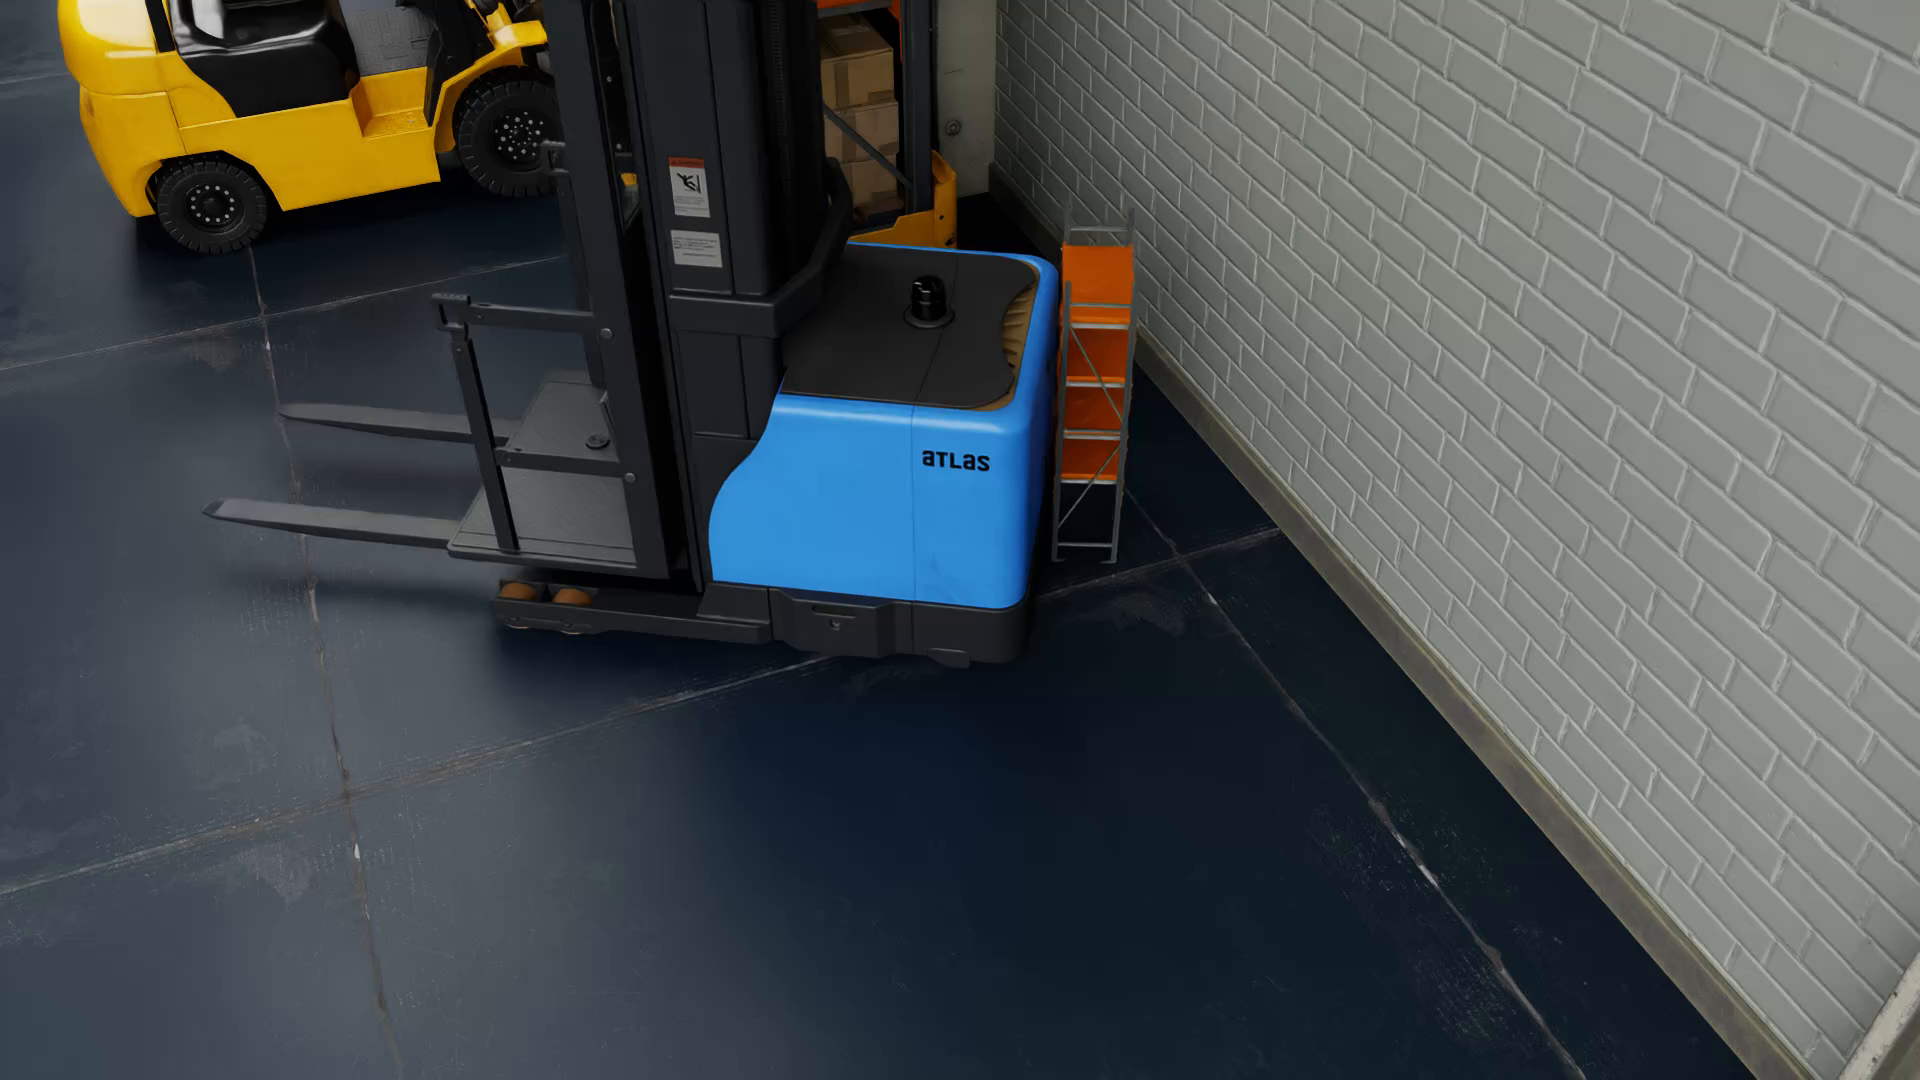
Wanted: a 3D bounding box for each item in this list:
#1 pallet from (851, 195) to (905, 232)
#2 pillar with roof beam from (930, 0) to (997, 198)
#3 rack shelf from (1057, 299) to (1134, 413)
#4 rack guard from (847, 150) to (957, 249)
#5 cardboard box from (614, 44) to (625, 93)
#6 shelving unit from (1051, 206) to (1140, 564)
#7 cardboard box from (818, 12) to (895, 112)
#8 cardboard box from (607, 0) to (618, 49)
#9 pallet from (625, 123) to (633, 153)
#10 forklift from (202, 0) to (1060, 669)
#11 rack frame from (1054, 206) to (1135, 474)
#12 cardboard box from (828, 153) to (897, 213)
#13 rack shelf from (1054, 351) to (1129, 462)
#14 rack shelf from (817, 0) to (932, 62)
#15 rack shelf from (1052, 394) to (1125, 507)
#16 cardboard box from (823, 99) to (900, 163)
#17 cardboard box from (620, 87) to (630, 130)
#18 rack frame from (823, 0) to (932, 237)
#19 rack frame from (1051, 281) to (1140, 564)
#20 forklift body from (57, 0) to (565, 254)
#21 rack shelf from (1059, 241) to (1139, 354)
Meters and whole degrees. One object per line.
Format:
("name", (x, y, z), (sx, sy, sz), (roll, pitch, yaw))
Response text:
("pallet", (-0.940, -1.708, 8.075), (1.003, 0.211, 1.213), (-15, 43, -17))
("pillar with roof beam", (-4.020, -4.160, 4.186), (9.100, 9.000, 0.400), (-15, 43, -17))
("rack shelf", (0.471, -0.653, 5.849), (0.258, 0.148, 0.480), (2, 41, 2))
("rack guard", (-0.600, -1.353, 7.440), (1.175, 0.500, 0.348), (-15, 43, -17))
("cardboard box", (-1.483, -2.447, 8.199), (0.500, 0.250, 0.500), (-16, 43, -18))
("shelving unit", (0.471, -0.534, 5.951), (0.258, 1.200, 0.503), (2, 41, 2))
("cardboard box", (-0.618, -2.148, 7.467), (0.500, 0.250, 0.500), (-16, 43, -18))
("cardboard box", (-1.476, -2.618, 8.014), (0.500, 0.250, 0.500), (-15, 43, -16))
("pallet", (-1.403, -2.442, 8.928), (1.003, 0.211, 1.213), (-15, 43, -17))
("forklift", (-1.205, -1.112, 5.296), (3.031, 2.935, 1.130), (6, 41, 6))
("rack frame", (0.482, -0.693, 6.135), (0.240, 1.200, 0.015), (2, 41, 2))
("cardboard box", (-0.616, -1.777, 7.802), (0.500, 0.250, 0.500), (-15, 43, -17))
("rack shelf", (0.470, -0.483, 5.994), (0.258, 0.148, 0.480), (2, 41, 2))
("rack shelf", (-1.374, -3.247, 8.277), (1.077, 0.370, 4.000), (-15, 43, -17))
("rack shelf", (0.470, -0.333, 6.124), (0.258, 0.148, 0.480), (2, 41, 2))
("cardboard box", (-0.597, -1.957, 7.628), (0.500, 0.250, 0.500), (-14, 43, -16))
("cardboard box", (-1.445, -2.242, 8.343), (0.500, 0.250, 0.500), (-15, 43, -16))
("rack frame", (-0.609, -2.315, 6.642), (1.000, 3.000, 0.127), (-15, 43, -17))
("rack frame", (0.459, -0.375, 5.766), (0.240, 1.200, 0.015), (2, 41, 2))
("forklift body", (-3.020, -2.681, 7.718), (2.313, 2.155, 1.214), (-15, 43, -17))
("rack shelf", (0.471, -0.832, 5.694), (0.258, 0.148, 0.480), (2, 41, 2))
